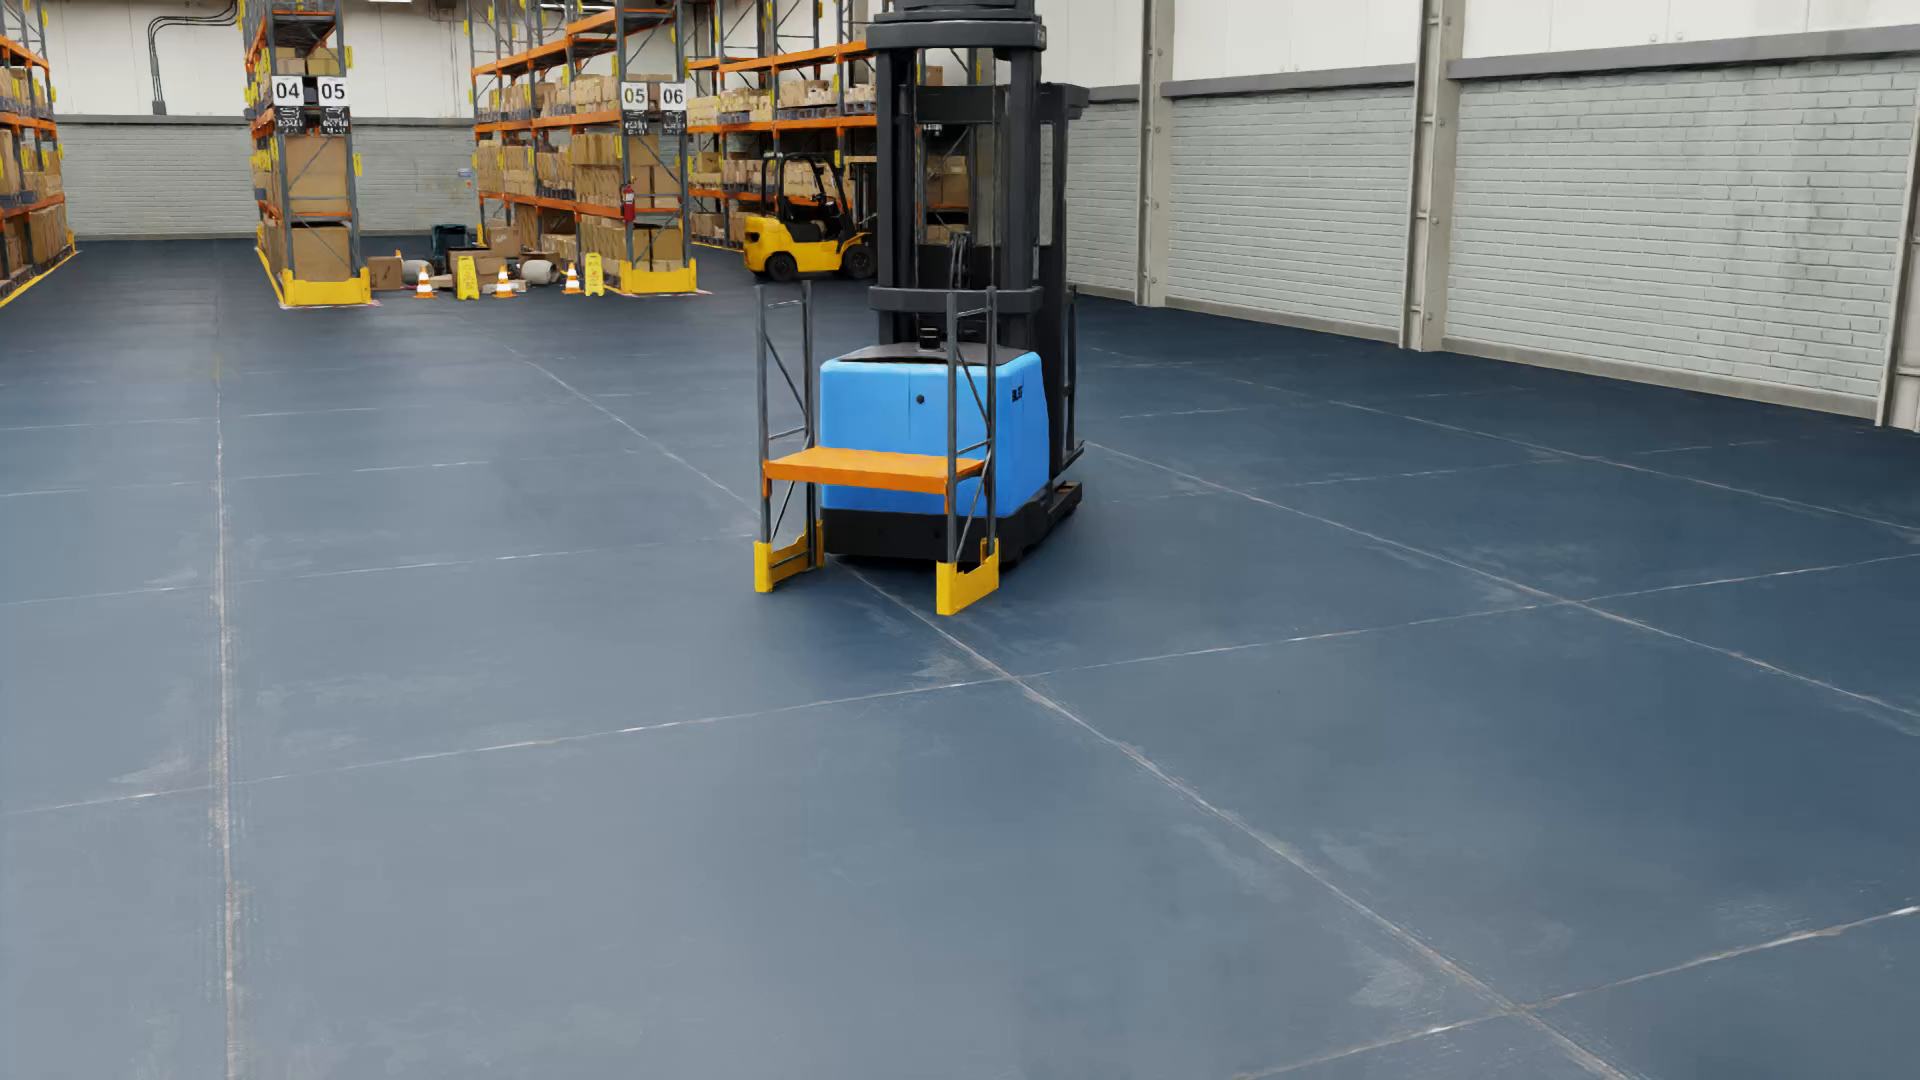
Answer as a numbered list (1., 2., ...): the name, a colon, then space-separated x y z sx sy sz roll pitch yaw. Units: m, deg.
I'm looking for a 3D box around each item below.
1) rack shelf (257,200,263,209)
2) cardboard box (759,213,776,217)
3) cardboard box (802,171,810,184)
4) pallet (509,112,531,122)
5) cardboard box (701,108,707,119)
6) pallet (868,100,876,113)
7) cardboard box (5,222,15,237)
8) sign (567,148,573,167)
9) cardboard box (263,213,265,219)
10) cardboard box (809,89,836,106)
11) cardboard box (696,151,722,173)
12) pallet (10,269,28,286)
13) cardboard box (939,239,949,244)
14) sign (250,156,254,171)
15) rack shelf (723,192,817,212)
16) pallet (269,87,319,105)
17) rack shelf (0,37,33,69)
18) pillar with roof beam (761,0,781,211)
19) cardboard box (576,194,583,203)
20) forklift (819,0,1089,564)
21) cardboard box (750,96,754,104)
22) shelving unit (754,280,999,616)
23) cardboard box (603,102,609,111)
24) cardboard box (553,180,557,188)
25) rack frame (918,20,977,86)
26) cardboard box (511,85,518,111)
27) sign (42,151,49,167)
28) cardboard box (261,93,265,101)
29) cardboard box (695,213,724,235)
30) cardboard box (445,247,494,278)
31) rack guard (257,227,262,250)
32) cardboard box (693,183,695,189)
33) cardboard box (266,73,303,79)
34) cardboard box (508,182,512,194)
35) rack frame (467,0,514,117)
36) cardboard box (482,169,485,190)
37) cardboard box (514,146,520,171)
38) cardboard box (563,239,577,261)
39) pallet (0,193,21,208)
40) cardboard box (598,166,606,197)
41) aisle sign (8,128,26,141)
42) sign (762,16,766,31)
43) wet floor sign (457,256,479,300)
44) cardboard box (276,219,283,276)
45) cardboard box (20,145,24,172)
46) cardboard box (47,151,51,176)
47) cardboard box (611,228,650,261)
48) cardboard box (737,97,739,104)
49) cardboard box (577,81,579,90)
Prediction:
1. rack shelf: -14.856 -7.470 36.588 1.077 0.370 4.000 -6 14 -23
2. cardboard box: -4.208 -7.102 36.576 0.380 0.149 0.250 -6 14 -24
3. cardboard box: -2.836 -7.238 33.214 0.500 0.250 0.500 -5 14 -22
4. pallet: -9.147 -9.058 35.627 0.805 0.209 1.217 -6 14 -25
5. cardboard box: -5.848 -10.148 39.583 0.500 0.250 0.500 -5 14 -22
6. pallet: -0.958 -7.664 29.375 1.003 0.211 1.213 -6 14 -23
7. cardboard box: -16.742 -5.380 28.866 0.500 0.250 0.500 -5 14 -21
8. sign: -6.862 -6.735 29.251 0.100 0.325 0.005 -6 14 -23
9. cardboard box: -14.001 -6.583 34.108 0.500 0.250 0.500 -6 14 -25
10. cardboard box: -2.629 -8.629 32.392 0.500 0.311 0.500 -6 14 -25
11. cardboard box: -6.079 -9.160 40.304 0.500 0.500 0.500 -5 14 -22
12. pallet: -16.241 -4.382 27.834 1.003 0.211 1.213 -6 14 -23
13. cardboard box: -0.204 -5.069 28.679 0.500 0.250 0.500 -5 14 -22
14. sign: -16.154 -8.606 37.982 0.100 0.325 0.005 -6 14 -23
15. rack shelf: -4.212 -7.560 36.979 1.077 0.370 4.000 -6 14 -23
16. pallet: -9.554 -6.498 24.339 1.003 0.211 1.213 -6 14 -23
17. rack shelf: -17.839 -8.944 30.540 1.077 0.370 4.000 -6 14 -23
18. pillar with roof beam: -8.411 -11.083 37.300 9.100 9.000 0.400 -6 14 -23
19. cardboard box: -6.523 -6.006 29.224 0.380 0.149 0.250 -6 14 -23
20. forklift: 0.128 -1.591 9.745 1.130 2.935 3.031 3 13 14
21. cardboard box: -4.339 -9.538 36.063 0.380 0.149 0.250 -6 14 -23
22. shelving unit: -0.413 -0.484 8.136 1.083 1.500 0.587 6 14 24
23. cardboard box: -5.540 -6.995 26.846 0.380 0.149 0.250 -6 14 -23
24. cardboard box: -7.588 -6.823 31.825 0.380 0.149 0.250 -5 14 -20
25. rack frame: -0.206 -8.768 27.295 1.000 3.000 0.127 -6 14 -23
26. cardboard box: -8.929 -9.101 34.236 0.500 0.500 0.500 -5 14 -22
27. sign: -18.146 -7.556 32.974 0.100 0.325 0.005 -6 14 -23
28. cardboard box: -12.163 -7.949 29.591 0.500 0.250 0.500 -5 14 -21
29. cardboard box: -6.150 -7.822 41.128 0.700 0.500 0.500 -5 14 -21
30. cardboard box: -8.158 -4.572 27.709 0.797 0.637 0.503 -6 14 -23
31. rack guard: -15.626 -7.000 38.506 1.175 0.500 0.348 -6 14 -23
32. cardboard box: -6.408 -8.778 41.203 0.380 0.149 0.250 -5 14 -21
33. cardboard box: -9.899 -6.894 24.370 0.500 0.250 0.500 -6 14 -23
34. cardboard box: -9.416 -7.580 35.803 0.500 0.250 0.500 -6 14 -24
35. rack frame: -11.162 -11.624 39.637 1.000 3.000 0.127 -6 14 -23
36. cardboard box: -11.004 -8.523 39.321 0.500 0.500 0.500 -6 14 -24
37. cardboard box: -9.006 -7.981 34.763 0.500 0.500 0.500 -6 14 -24
38. cardboard box: -6.858 -5.403 30.958 0.950 0.372 0.625 -5 14 -19
39. pallet: -15.608 -5.405 26.495 1.003 0.211 1.213 -6 14 -23
40. cardboard box: -5.616 -5.884 27.260 0.500 0.500 0.500 -6 14 -23
41. aisle sign: -20.546 -9.061 36.100 0.394 0.787 0.004 -6 14 -23
42. sign: -4.507 -11.830 38.106 0.100 0.325 0.005 -6 14 -23
43. wet floor sign: -7.422 -3.954 25.021 0.267 0.644 0.232 -9 16 -33
44. cardboard box: -10.662 -4.787 27.183 0.875 0.875 0.875 -5 14 -22
45. cardboard box: -17.574 -6.978 30.422 0.797 0.503 0.637 -5 14 -22
46. cardboard box: -18.787 -7.642 33.744 0.500 0.500 0.500 -6 14 -23
47. cardboard box: -5.312 -4.768 26.823 0.500 0.500 0.500 -6 14 -23
48. cardboard box: -4.716 -9.700 36.720 0.380 0.149 0.250 -6 14 -23
49. cardboard box: -6.299 -7.749 28.333 0.380 0.149 0.250 -6 14 -25
